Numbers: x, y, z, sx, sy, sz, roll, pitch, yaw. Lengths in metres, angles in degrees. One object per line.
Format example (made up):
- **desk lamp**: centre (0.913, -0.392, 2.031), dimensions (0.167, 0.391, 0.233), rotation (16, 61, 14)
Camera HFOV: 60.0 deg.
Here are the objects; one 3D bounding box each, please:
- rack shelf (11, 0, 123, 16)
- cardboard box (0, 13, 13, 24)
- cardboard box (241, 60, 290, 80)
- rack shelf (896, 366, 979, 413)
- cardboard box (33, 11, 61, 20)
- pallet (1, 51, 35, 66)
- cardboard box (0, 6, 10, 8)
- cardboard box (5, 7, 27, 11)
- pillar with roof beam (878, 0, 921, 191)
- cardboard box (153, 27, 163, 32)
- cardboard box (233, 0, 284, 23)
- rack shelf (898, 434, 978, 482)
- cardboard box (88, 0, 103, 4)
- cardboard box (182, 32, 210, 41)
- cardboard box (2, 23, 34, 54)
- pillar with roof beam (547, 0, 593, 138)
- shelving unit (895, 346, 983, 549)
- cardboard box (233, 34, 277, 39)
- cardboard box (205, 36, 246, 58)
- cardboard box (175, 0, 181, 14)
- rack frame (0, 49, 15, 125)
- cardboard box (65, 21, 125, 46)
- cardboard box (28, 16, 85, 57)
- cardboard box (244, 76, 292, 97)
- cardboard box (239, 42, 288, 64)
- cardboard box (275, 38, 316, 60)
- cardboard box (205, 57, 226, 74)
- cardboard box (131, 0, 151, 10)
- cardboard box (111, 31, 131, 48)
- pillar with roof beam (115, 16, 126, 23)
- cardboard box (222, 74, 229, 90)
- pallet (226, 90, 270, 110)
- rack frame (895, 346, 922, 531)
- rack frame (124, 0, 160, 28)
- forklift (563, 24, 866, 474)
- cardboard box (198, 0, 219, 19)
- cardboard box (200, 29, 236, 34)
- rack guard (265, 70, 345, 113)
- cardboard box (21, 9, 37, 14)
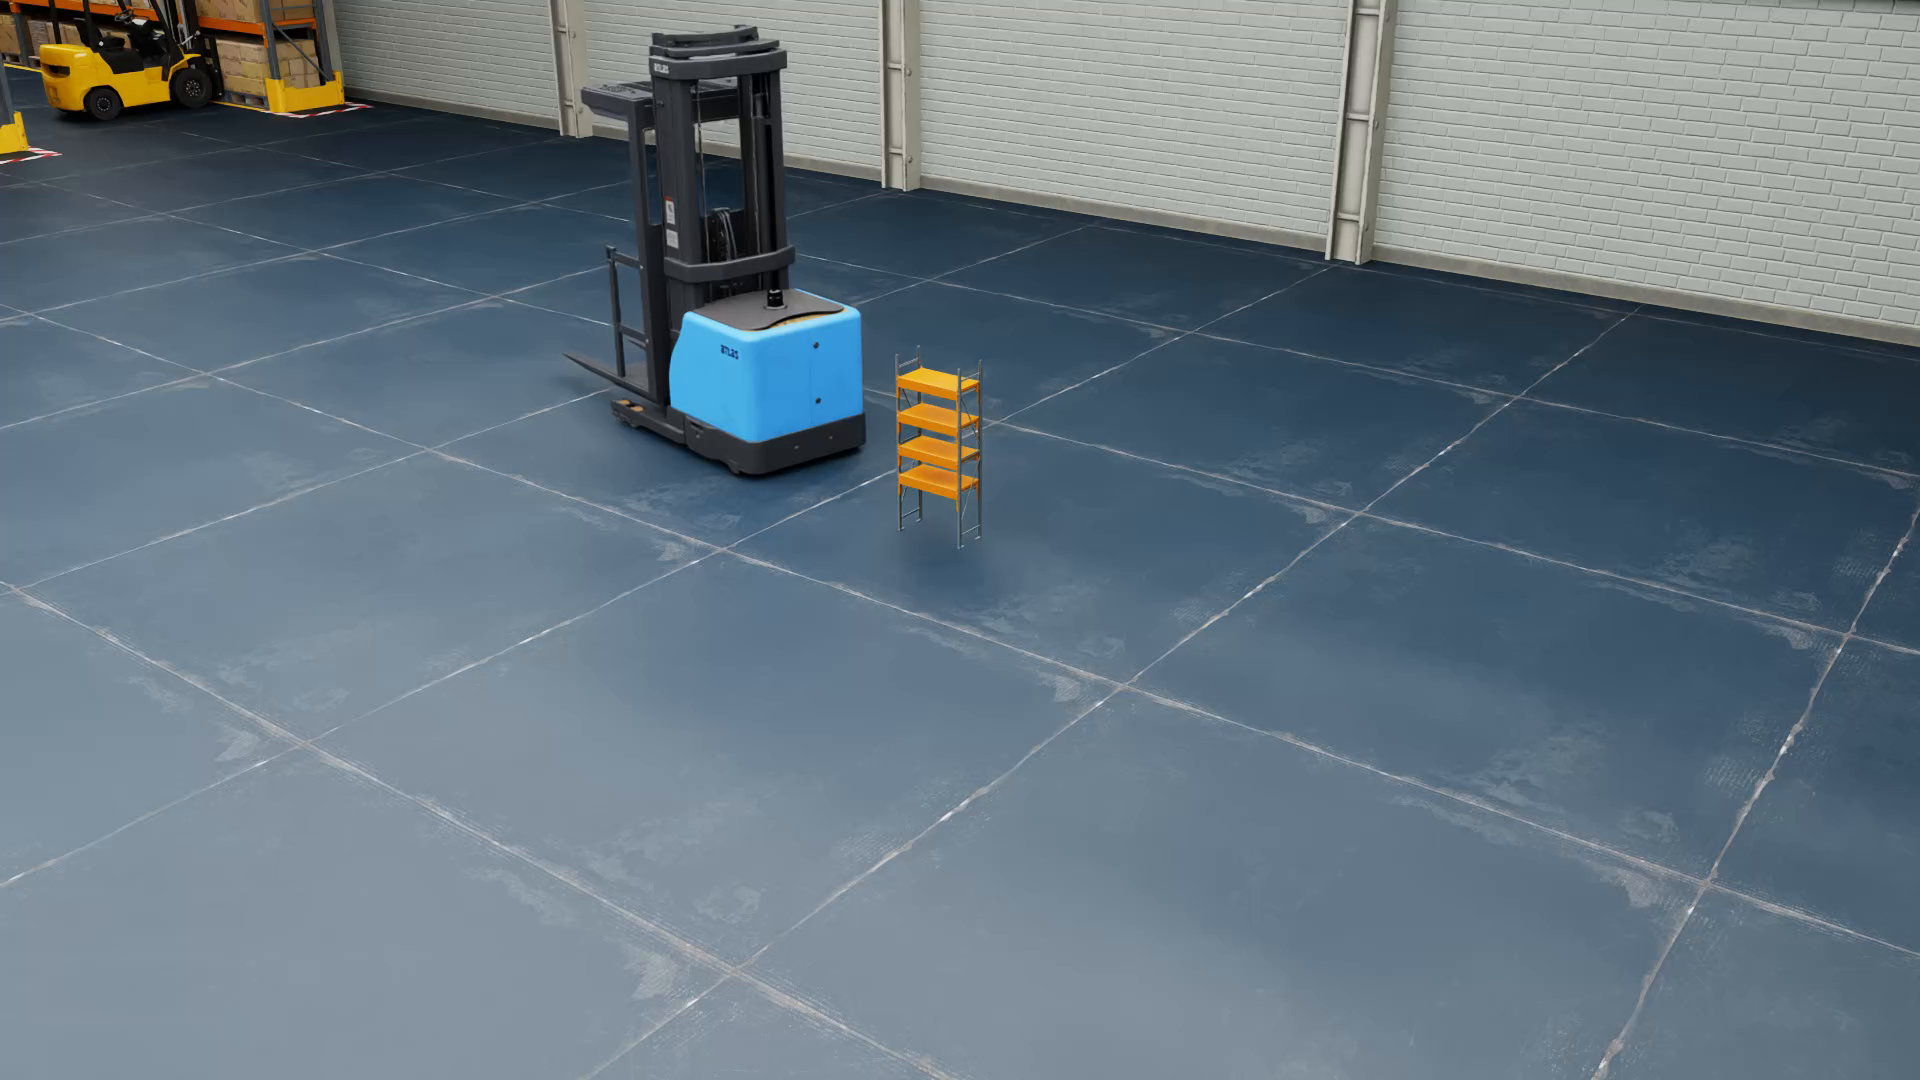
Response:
- **rack shelf**: centre (-15.115, -9.335, 29.108), dimensions (4.000, 0.370, 1.077), rotation (17, 29, 33)
- **cardboard box**: centre (-17.499, -9.586, 30.562), dimensions (0.250, 0.149, 0.380), rotation (15, 28, 31)
- **cardboard box**: centre (-10.891, -7.392, 26.077), dimensions (0.500, 0.250, 0.500), rotation (16, 29, 33)
- **rack shelf**: centre (-0.132, -0.949, 10.441), dimensions (0.480, 0.148, 0.258), rotation (17, 29, 33)
- **cardboard box**: centre (-16.946, -9.719, 30.864), dimensions (0.250, 0.149, 0.380), rotation (19, 30, 36)
- **pallet**: centre (-17.290, -9.064, 31.060), dimensions (1.213, 0.211, 1.003), rotation (17, 29, 33)
- **cardboard box**: centre (-18.203, -10.094, 31.713), dimensions (0.250, 0.149, 0.380), rotation (16, 28, 31)
- **cardboard box**: centre (-17.789, -9.970, 31.432), dimensions (0.250, 0.149, 0.380), rotation (16, 28, 32)
- **pillar with roof beam**: centre (-3.310, -7.127, 15.764), dimensions (0.400, 9.000, 9.100), rotation (17, 29, 33)
- **cardboard box**: centre (-13.316, -8.353, 27.638), dimensions (0.500, 0.250, 0.500), rotation (16, 29, 33)
- **cardboard box**: centre (-10.865, -8.293, 25.728), dimensions (0.500, 0.500, 0.500), rotation (16, 28, 32)
- **rack shelf**: centre (-0.132, -0.528, 10.626), dimensions (0.480, 0.148, 0.258), rotation (17, 29, 33)
- **cardboard box**: centre (-14.480, -9.269, 28.252), dimensions (0.500, 0.250, 0.500), rotation (17, 29, 33)
- **cardboard box**: centre (-12.508, -8.110, 27.085), dimensions (0.500, 0.250, 0.500), rotation (18, 29, 35)
- **cardboard box**: centre (-17.183, -9.229, 30.555), dimensions (0.500, 0.500, 0.500), rotation (18, 29, 35)
- **pillar with roof beam**: centre (-8.111, -8.578, 19.057), dimensions (0.400, 9.000, 9.100), rotation (17, 29, 33)
- **shelving unit**: centre (-0.132, -0.589, 10.599), dimensions (0.503, 1.200, 0.258), rotation (17, 29, 33)
- **cardboard box**: centre (-11.381, -8.026, 26.894), dimensions (0.500, 0.250, 0.500), rotation (17, 29, 33)
- **cardboard box**: centre (-11.691, -7.856, 26.508), dimensions (0.500, 0.250, 0.500), rotation (17, 29, 34)
- **cardboard box**: centre (-12.484, -8.792, 26.860), dimensions (0.500, 0.500, 0.500), rotation (16, 29, 33)
- **rack frame**: centre (-13.288, -6.611, 22.033), dimensions (0.127, 3.000, 1.000), rotation (17, 29, 33)
- **cardboard box**: centre (-15.158, -8.780, 29.380), dimensions (0.625, 0.625, 0.875), rotation (15, 28, 31)
- **cardboard box**: centre (-16.224, -9.098, 30.102), dimensions (0.625, 0.625, 0.875), rotation (18, 29, 35)
- **cardboard box**: centre (-10.879, -7.159, 26.166), dimensions (0.500, 0.250, 0.500), rotation (17, 29, 34)
- **cardboard box**: centre (-10.869, -7.615, 25.962), dimensions (0.500, 0.250, 0.500), rotation (18, 29, 35)
- **cardboard box**: centre (-10.585, -7.782, 26.340), dimensions (0.500, 0.250, 0.500), rotation (16, 29, 33)
- **cardboard box**: centre (-11.711, -7.635, 26.628), dimensions (0.500, 0.250, 0.500), rotation (16, 28, 32)
- **cardboard box**: centre (-13.316, -9.034, 27.410), dimensions (0.500, 0.500, 0.500), rotation (16, 28, 32)
- **cardboard box**: centre (-13.939, -8.408, 28.538), dimensions (0.625, 0.625, 0.875), rotation (18, 30, 36)
- **pillar with roof beam**: centre (-17.713, -11.479, 25.643), dimensions (0.400, 9.000, 9.100), rotation (17, 29, 33)
- **cardboard box**: centre (-11.666, -7.406, 26.727), dimensions (0.500, 0.250, 0.500), rotation (17, 29, 34)
- **pallet**: centre (-10.951, -7.108, 26.621), dimensions (1.213, 0.211, 1.003), rotation (17, 29, 33)
- **rack frame**: centre (-0.328, -0.648, 10.733), dimensions (0.015, 1.200, 0.240), rotation (17, 29, 33)
- **rack frame**: centre (-13.515, -9.180, 27.865), dimensions (0.127, 3.000, 1.000), rotation (17, 29, 33)
- **forklift**: centre (-2.035, -2.314, 12.366), dimensions (1.130, 2.935, 3.031), rotation (-19, 30, -37)
- **cardboard box**: centre (-11.685, -8.545, 26.300), dimensions (0.500, 0.500, 0.500), rotation (16, 29, 32)
- **cardboard box**: centre (-12.194, -8.271, 27.450), dimensions (0.500, 0.250, 0.500), rotation (17, 29, 34)
- **rack guard**: centre (-10.295, -7.063, 26.161), dimensions (0.348, 0.500, 1.175), rotation (17, 29, 33)
- **cardboard box**: centre (-17.389, -9.826, 31.107), dimensions (0.250, 0.149, 0.380), rotation (17, 29, 34)
